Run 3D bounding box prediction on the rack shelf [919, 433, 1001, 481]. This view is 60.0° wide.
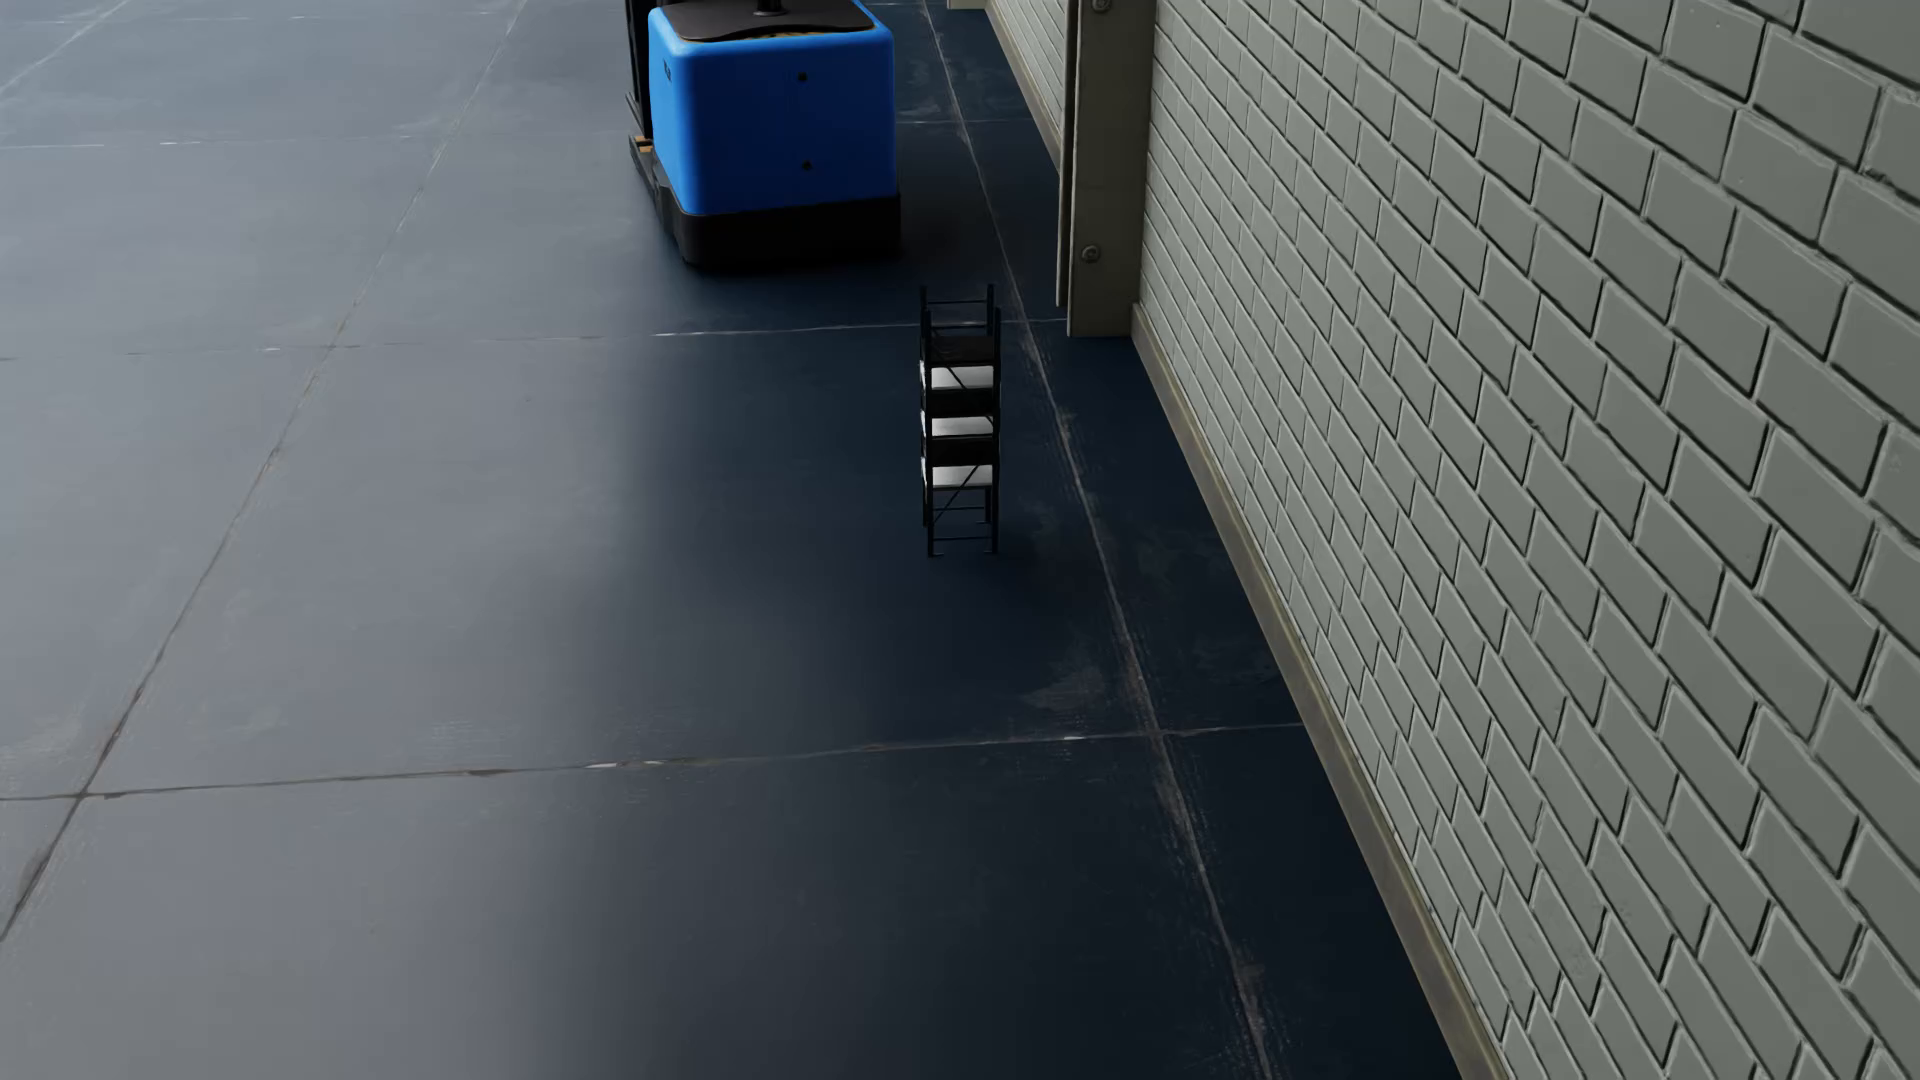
[{"bbox_3d":[-0.001,-0.285,5.589,0.258,0.077,0.200,-3,31,-5],"label":"rack shelf"}]

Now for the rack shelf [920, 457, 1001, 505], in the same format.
[{"bbox_3d":[-0.001,-0.207,5.636,0.258,0.077,0.200,-3,31,-5],"label":"rack shelf"}]

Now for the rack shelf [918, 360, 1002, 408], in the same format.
[{"bbox_3d":[-0.001,-0.516,5.451,0.258,0.077,0.200,-3,31,-5],"label":"rack shelf"}]

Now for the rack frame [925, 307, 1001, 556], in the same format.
[{"bbox_3d":[0.009,-0.339,5.439,0.240,0.900,0.006,-3,31,-5],"label":"rack frame"}]

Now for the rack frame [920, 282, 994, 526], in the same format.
[{"bbox_3d":[-0.010,-0.442,5.613,0.240,0.900,0.006,-3,31,-5],"label":"rack frame"}]

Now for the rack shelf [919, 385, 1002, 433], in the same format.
[{"bbox_3d":[-0.001,-0.439,5.497,0.258,0.077,0.200,-3,31,-5],"label":"rack shelf"}]

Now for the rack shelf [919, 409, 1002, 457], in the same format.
[{"bbox_3d":[-0.001,-0.362,5.543,0.258,0.077,0.200,-3,31,-5],"label":"rack shelf"}]

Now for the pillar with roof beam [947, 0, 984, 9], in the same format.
[{"bbox_3d":[-4.239,-7.709,9.880,9.100,9.000,0.400,-3,31,-5],"label":"pillar with roof beam"}]

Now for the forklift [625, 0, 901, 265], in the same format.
[{"bbox_3d":[-1.200,-3.286,8.394,1.130,2.935,3.031,-9,32,-14],"label":"forklift"}]

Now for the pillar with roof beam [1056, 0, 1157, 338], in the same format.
[{"bbox_3d":[-3.679,-4.645,4.752,9.100,9.000,0.400,-3,31,-5],"label":"pillar with roof beam"}]

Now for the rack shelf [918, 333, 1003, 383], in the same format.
[{"bbox_3d":[-0.001,-0.594,5.405,0.258,0.077,0.200,-3,31,-5],"label":"rack shelf"}]

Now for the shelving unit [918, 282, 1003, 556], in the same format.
[{"bbox_3d":[-0.001,-0.390,5.526,0.258,0.900,0.210,-3,31,-5],"label":"shelving unit"}]
